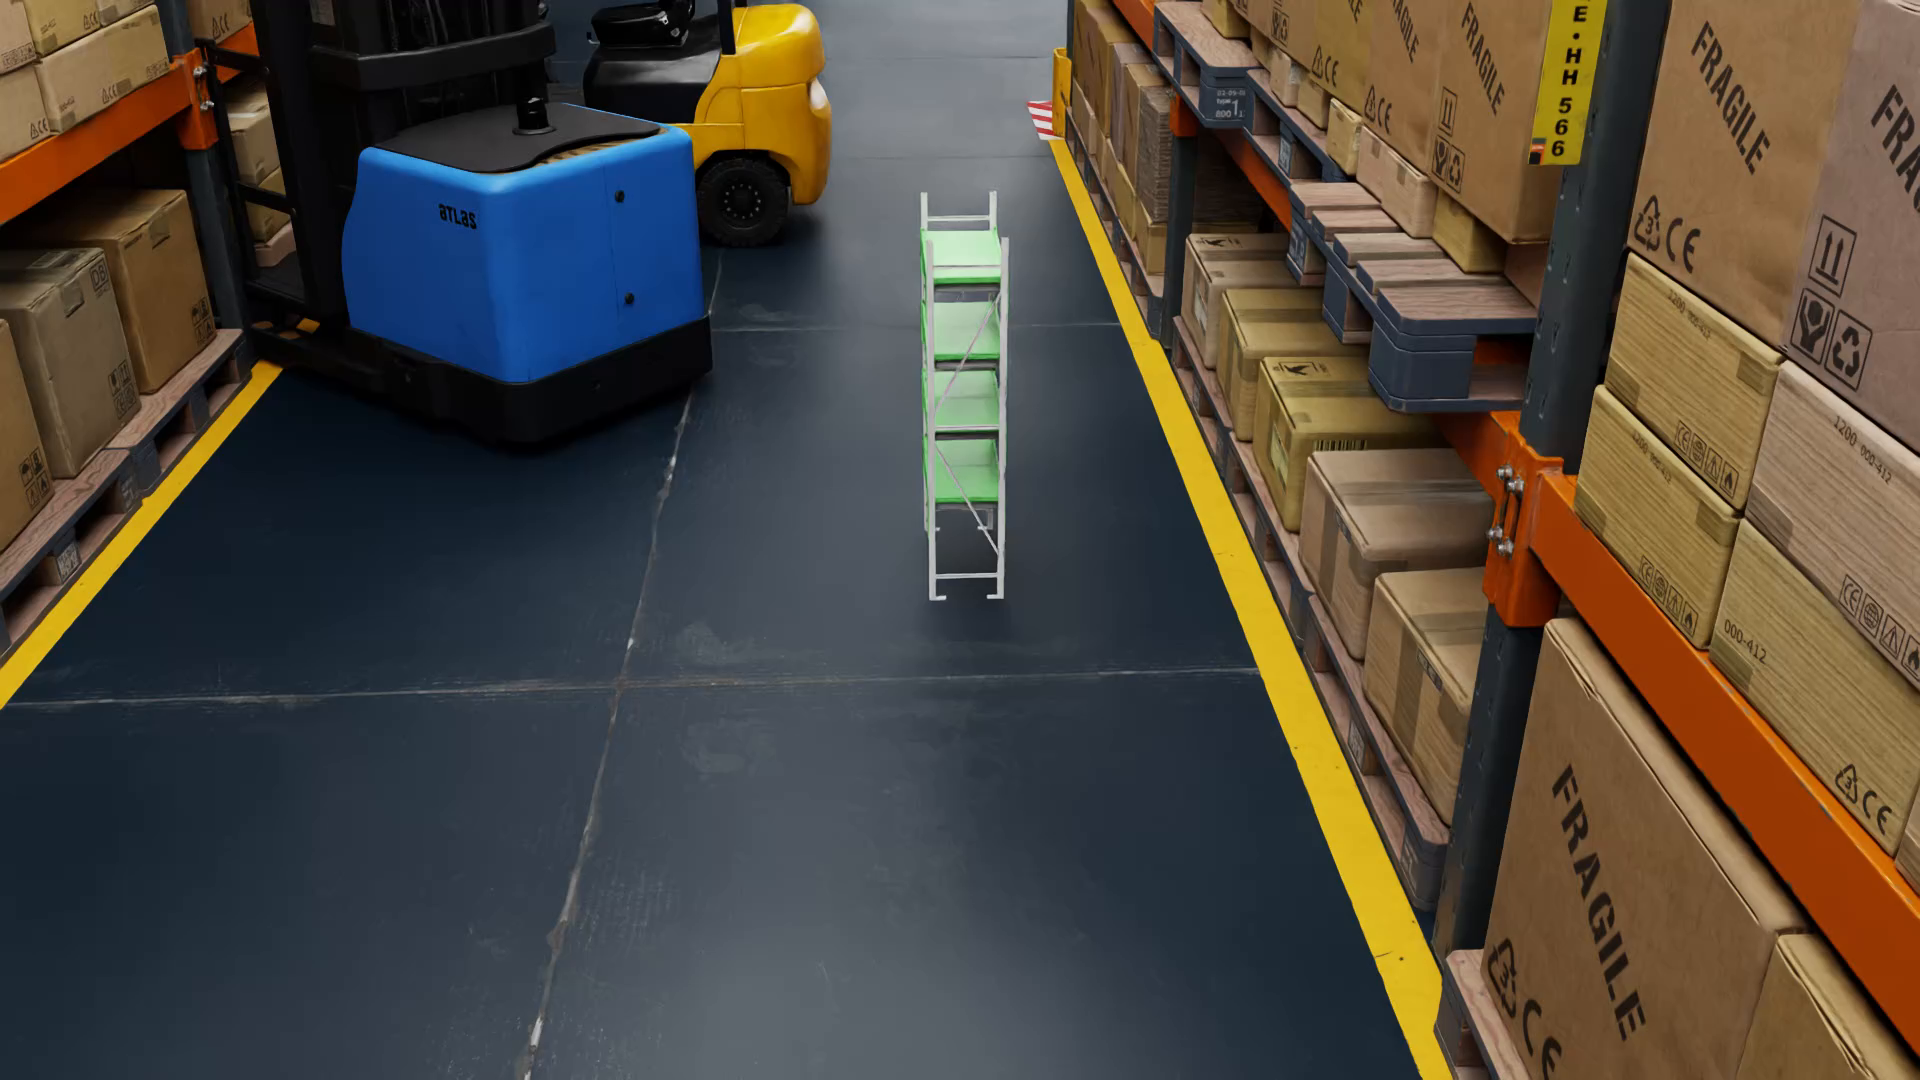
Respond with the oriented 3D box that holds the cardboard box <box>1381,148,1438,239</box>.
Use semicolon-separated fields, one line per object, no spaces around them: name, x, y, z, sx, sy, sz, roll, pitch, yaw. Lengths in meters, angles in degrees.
cardboard box;1.213;-0.815;3.886;0.380;0.149;0.250;-2;28;-3

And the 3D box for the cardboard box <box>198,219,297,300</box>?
cardboard box;-3.251;-1.281;7.482;0.500;0.250;0.500;-1;28;-2

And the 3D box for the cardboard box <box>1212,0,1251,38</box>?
cardboard box;1.118;-1.901;5.968;0.380;0.149;0.250;-1;28;-2

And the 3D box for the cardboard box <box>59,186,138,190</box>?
cardboard box;-3.786;-1.491;7.344;0.500;0.250;0.500;-2;28;-4

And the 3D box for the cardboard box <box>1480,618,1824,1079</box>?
cardboard box;1.562;0.720;2.970;0.875;0.875;0.875;-2;28;-3

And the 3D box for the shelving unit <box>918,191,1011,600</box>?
shelving unit;0.009;-0.456;5.326;0.258;1.200;0.503;-1;28;-3

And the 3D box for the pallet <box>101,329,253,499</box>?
pallet;-3.479;-0.507;6.494;1.003;0.211;1.213;-1;28;-3

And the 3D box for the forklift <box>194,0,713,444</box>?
forklift;-2.511;-2.204;6.807;3.031;2.935;1.130;20;33;33

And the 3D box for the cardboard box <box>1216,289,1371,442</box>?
cardboard box;1.471;-0.651;6.142;0.950;0.372;0.625;0;28;1

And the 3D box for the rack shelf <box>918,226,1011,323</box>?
rack shelf;0.009;-0.824;5.134;0.258;0.148;0.480;-1;28;-3

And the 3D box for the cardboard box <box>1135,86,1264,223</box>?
cardboard box;1.101;-1.771;7.609;0.500;0.500;0.500;-2;28;-3

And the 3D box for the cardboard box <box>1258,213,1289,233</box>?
cardboard box;1.639;-1.450;7.806;0.500;0.250;0.500;-3;28;-5

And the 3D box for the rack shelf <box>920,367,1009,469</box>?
rack shelf;0.009;-0.399;5.356;0.258;0.148;0.480;-1;28;-3

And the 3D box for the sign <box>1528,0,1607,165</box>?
sign;1.068;-0.818;2.908;0.100;0.325;0.005;-1;28;-3

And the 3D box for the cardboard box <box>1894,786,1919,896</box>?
cardboard box;1.449;0.421;1.862;0.500;0.250;0.500;0;28;-1

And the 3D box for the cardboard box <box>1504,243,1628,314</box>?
cardboard box;1.357;-0.577;3.431;0.380;0.149;0.250;0;28;-1

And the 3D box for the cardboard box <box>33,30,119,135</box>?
cardboard box;-3.237;-1.558;5.655;0.500;0.250;0.500;-2;28;-3

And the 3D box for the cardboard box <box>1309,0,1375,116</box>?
cardboard box;1.242;-1.394;4.296;0.500;0.500;0.500;-3;28;-6

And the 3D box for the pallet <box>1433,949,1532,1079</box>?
pallet;1.575;1.245;3.134;1.003;0.211;1.213;-1;28;-3

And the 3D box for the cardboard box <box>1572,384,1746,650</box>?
cardboard box;1.383;-0.058;2.780;0.500;0.250;0.500;-2;28;-4

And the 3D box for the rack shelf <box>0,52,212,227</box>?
rack shelf;-3.452;-0.840;4.895;1.077;0.370;4.000;-1;28;-3

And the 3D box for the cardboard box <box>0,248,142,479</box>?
cardboard box;-3.485;-0.617;5.803;0.875;0.625;0.625;-2;28;-3

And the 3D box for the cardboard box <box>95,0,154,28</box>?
cardboard box;-3.275;-2.017;5.996;0.500;0.250;0.500;-2;28;-4

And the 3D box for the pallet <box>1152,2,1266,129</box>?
pallet;1.295;-1.763;6.093;1.003;0.211;1.213;-1;28;-3

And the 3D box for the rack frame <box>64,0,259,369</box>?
rack frame;-3.556;-2.083;6.499;1.000;3.000;0.127;-1;28;-3

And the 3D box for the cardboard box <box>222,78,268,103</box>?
cardboard box;-3.285;-1.960;7.703;0.500;0.250;0.500;-1;28;-3

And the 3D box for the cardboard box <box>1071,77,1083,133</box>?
cardboard box;0.957;-2.639;10.086;0.500;0.250;0.500;-2;28;-3

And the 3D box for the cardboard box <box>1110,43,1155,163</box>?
cardboard box;1.045;-2.241;8.511;0.500;0.500;0.500;0;28;0

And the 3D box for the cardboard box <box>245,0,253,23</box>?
cardboard box;-3.363;-2.578;7.342;0.500;0.500;0.500;-1;28;-2

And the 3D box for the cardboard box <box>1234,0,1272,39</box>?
cardboard box;1.177;-1.883;5.233;0.500;0.500;0.500;-2;28;-3

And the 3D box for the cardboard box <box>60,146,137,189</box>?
cardboard box;-3.775;-1.716;7.234;0.500;0.250;0.500;-1;28;-2

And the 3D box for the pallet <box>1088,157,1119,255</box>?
pallet;1.263;-1.842;9.053;1.003;0.211;1.213;-1;28;-3

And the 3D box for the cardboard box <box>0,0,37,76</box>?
cardboard box;-3.221;-1.544;5.087;0.500;0.250;0.500;-1;28;-2

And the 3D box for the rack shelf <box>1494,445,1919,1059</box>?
rack shelf;1.714;0.886;1.586;1.077;0.370;4.000;-1;28;-3

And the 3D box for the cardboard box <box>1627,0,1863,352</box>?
cardboard box;1.391;-0.611;2.488;0.500;0.500;0.500;-2;28;-4

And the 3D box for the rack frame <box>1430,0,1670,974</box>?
rack frame;1.609;-0.357;3.191;1.000;3.000;0.127;-1;28;-3

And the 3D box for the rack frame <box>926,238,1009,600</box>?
rack frame;0.021;-0.343;5.110;0.240;1.200;0.015;-1;28;-3

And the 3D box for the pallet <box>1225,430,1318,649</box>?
pallet;1.509;-0.044;5.605;1.003;0.211;1.213;-1;28;-3

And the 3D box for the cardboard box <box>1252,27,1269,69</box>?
cardboard box;1.181;-1.652;5.491;0.380;0.149;0.250;-1;28;-2

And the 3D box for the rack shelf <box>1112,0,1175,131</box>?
rack shelf;1.296;-2.809;8.670;1.077;0.370;4.000;-1;28;-3

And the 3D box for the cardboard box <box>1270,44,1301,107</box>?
cardboard box;1.154;-1.414;5.034;0.380;0.149;0.250;0;28;-1

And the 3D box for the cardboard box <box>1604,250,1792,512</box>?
cardboard box;1.389;-0.272;2.650;0.500;0.250;0.500;-2;28;-3

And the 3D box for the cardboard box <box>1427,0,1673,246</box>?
cardboard box;1.308;-0.923;3.391;0.500;0.500;0.500;-2;28;-4

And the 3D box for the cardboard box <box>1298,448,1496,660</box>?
cardboard box;1.543;0.020;4.855;0.950;0.372;0.625;-2;28;-4

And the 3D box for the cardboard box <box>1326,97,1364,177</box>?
cardboard box;1.179;-1.058;4.353;0.380;0.149;0.250;-1;28;-2

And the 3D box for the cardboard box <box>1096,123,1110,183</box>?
cardboard box;1.018;-2.152;9.151;0.500;0.250;0.500;0;28;1

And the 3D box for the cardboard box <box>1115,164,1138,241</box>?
cardboard box;1.063;-1.683;8.253;0.500;0.250;0.500;-2;28;-4

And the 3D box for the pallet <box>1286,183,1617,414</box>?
pallet;1.466;-0.598;3.861;1.213;0.211;1.003;-1;28;-3

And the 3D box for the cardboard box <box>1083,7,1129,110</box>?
cardboard box;0.991;-2.720;9.429;0.500;0.500;0.500;-2;28;-5

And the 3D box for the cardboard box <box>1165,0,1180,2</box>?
cardboard box;1.079;-2.234;7.061;0.380;0.149;0.250;-2;28;-3
